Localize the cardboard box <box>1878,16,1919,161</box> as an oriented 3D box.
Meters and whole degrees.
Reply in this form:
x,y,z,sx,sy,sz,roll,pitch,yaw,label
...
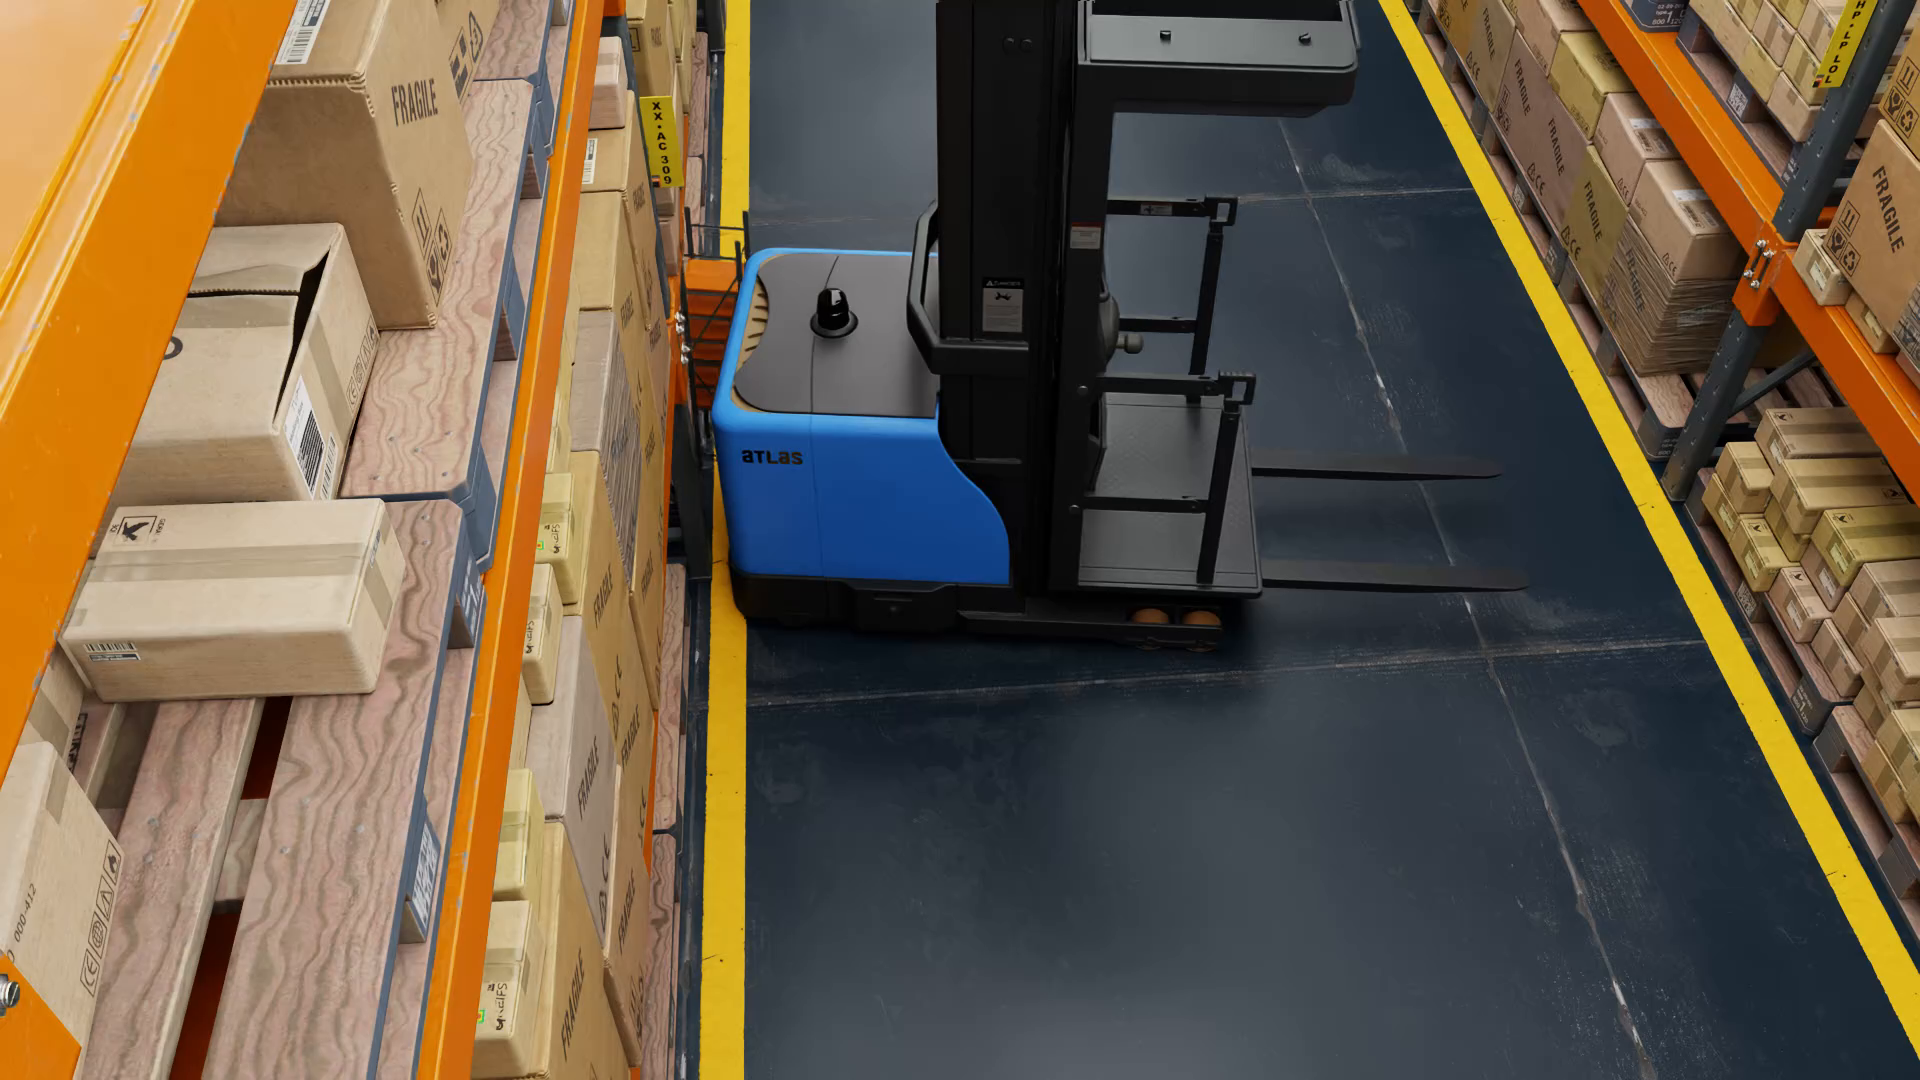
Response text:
x,y,z,sx,sy,sz,roll,pitch,yaw,label
3.233,-1.399,5.047,0.500,0.500,0.500,-2,47,-2,cardboard box

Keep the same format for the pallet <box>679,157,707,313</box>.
x,y,z,sx,sy,sz,roll,pitch,yaw,label
-1.732,-1.365,7.898,1.003,0.211,1.213,-3,47,-3,pallet

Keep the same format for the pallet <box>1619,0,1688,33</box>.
x,y,z,sx,sy,sz,roll,pitch,yaw,label
3.309,-2.658,7.334,1.003,0.211,1.213,-3,47,-3,pallet

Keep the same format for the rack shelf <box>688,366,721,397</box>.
x,y,z,sx,sy,sz,roll,pitch,yaw,label
-0.955,-0.655,6.732,0.258,0.103,0.180,5,47,1,rack shelf

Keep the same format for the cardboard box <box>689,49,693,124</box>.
x,y,z,sx,sy,sz,roll,pitch,yaw,label
-1.846,-2.689,8.405,0.875,0.875,0.875,-4,47,-4,cardboard box

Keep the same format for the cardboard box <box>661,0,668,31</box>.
x,y,z,sx,sy,sz,roll,pitch,yaw,label
-1.307,-1.966,5.789,0.500,0.500,0.500,-4,47,-4,cardboard box

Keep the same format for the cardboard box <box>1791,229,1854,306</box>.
x,y,z,sx,sy,sz,roll,pitch,yaw,label
3.135,-0.949,5.756,0.380,0.149,0.250,-2,47,-2,cardboard box

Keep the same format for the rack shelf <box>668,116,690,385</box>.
x,y,z,sx,sy,sz,roll,pitch,yaw,label
-1.654,-2.086,7.155,1.077,0.370,4.000,-3,47,-3,rack shelf

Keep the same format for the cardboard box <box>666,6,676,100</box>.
x,y,z,sx,sy,sz,roll,pitch,yaw,label
-1.314,-1.717,6.069,0.500,0.250,0.500,-3,47,-3,cardboard box

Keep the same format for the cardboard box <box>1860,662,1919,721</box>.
x,y,z,sx,sy,sz,roll,pitch,yaw,label
3.335,0.503,5.677,0.380,0.149,0.250,-2,47,-1,cardboard box

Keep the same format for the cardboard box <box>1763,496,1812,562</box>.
x,y,z,sx,sy,sz,roll,pitch,yaw,label
3.260,-0.067,6.217,0.380,0.149,0.250,-3,47,-3,cardboard box

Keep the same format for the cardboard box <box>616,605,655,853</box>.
x,y,z,sx,sy,sz,roll,pitch,yaw,label
-1.059,0.514,4.128,0.500,0.500,0.500,-2,47,-2,cardboard box

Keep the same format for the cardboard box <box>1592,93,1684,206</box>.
x,y,z,sx,sy,sz,roll,pitch,yaw,label
3.094,-1.699,7.209,0.500,0.250,0.500,-1,47,-1,cardboard box

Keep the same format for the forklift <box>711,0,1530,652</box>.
x,y,z,sx,sy,sz,roll,pitch,yaw,label
0.661,-0.981,5.661,3.031,2.935,1.130,2,47,2,forklift

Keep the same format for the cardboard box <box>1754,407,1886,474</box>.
x,y,z,sx,sy,sz,roll,pitch,yaw,label
3.260,-0.367,6.296,0.380,0.149,0.250,-2,47,-2,cardboard box

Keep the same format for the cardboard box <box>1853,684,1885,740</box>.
x,y,z,sx,sy,sz,roll,pitch,yaw,label
3.371,0.601,5.789,0.380,0.149,0.250,-5,47,-5,cardboard box

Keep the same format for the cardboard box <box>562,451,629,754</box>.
x,y,z,sx,sy,sz,roll,pitch,yaw,label
-1.052,0.159,3.776,0.500,0.500,0.500,-3,47,-3,cardboard box

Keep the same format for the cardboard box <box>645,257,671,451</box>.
x,y,z,sx,sy,sz,roll,pitch,yaw,label
-1.193,-0.600,5.184,0.500,0.500,0.500,-3,47,-3,cardboard box

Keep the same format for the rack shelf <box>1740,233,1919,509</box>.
x,y,z,sx,sy,sz,roll,pitch,yaw,label
3.605,0.434,4.768,1.077,0.370,4.000,-3,47,-3,rack shelf

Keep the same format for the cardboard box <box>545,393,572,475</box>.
x,y,z,sx,sy,sz,roll,pitch,yaw,label
-1.064,-0.178,3.648,0.380,0.149,0.250,-3,47,-3,cardboard box

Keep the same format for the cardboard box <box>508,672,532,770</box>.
x,y,z,sx,sy,sz,roll,pitch,yaw,label
-1.021,0.377,3.123,0.380,0.149,0.250,-3,47,-3,cardboard box

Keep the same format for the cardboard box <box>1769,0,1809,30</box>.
x,y,z,sx,sy,sz,roll,pitch,yaw,label
3.186,-1.995,6.048,0.380,0.149,0.250,-5,47,-4,cardboard box

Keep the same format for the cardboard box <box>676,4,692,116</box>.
x,y,z,sx,sy,sz,roll,pitch,yaw,label
-1.332,-1.915,6.601,0.500,0.250,0.500,-4,47,-4,cardboard box

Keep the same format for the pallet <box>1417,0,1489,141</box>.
x,y,z,sx,sy,sz,roll,pitch,yaw,label
3.167,-2.630,9.095,1.003,0.211,1.213,-3,47,-3,pallet

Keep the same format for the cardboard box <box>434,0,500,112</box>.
x,y,z,sx,sy,sz,roll,pitch,yaw,label
-1.342,-1.158,3.285,0.797,0.503,0.637,0,47,0,cardboard box

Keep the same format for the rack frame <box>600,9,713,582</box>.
x,y,z,sx,sy,sz,roll,pitch,yaw,label
-1.487,-0.886,5.523,1.000,3.000,0.127,-3,47,-3,rack frame

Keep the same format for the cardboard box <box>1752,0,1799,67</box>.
x,y,z,sx,sy,sz,roll,pitch,yaw,label
3.184,-1.887,6.150,0.380,0.149,0.250,-3,47,-3,cardboard box

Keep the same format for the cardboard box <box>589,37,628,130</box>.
x,y,z,sx,sy,sz,roll,pitch,yaw,label
-1.144,-1.284,4.696,0.380,0.149,0.250,-4,47,-4,cardboard box

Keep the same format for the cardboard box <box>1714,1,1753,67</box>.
x,y,z,sx,sy,sz,roll,pitch,yaw,label
3.166,-1.962,6.426,0.380,0.149,0.250,-4,47,-3,cardboard box

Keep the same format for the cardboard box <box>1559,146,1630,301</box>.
x,y,z,sx,sy,sz,roll,pitch,yaw,label
3.082,-1.436,7.477,0.500,0.500,0.500,-4,47,-4,cardboard box

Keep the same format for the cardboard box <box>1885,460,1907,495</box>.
x,y,z,sx,sy,sz,roll,pitch,yaw,label
3.781,-0.318,6.454,0.380,0.149,0.250,-3,47,-2,cardboard box

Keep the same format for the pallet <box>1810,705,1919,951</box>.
x,y,z,sx,sy,sz,roll,pitch,yaw,label
3.634,1.067,5.594,1.003,0.211,1.213,-3,47,-3,pallet

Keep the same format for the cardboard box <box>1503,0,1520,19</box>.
x,y,z,sx,sy,sz,roll,pitch,yaw,label
2.962,-2.816,8.267,0.500,0.250,0.500,-4,47,-4,cardboard box

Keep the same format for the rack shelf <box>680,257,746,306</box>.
x,y,z,sx,sy,sz,roll,pitch,yaw,label
-0.933,-0.980,6.380,0.258,0.103,0.180,5,47,1,rack shelf

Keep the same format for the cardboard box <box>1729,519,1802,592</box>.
x,y,z,sx,sy,sz,roll,pitch,yaw,label
3.170,0.051,6.310,0.380,0.149,0.250,-2,47,-2,cardboard box

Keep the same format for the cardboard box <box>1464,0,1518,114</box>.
x,y,z,sx,sy,sz,roll,pitch,yaw,label
2.953,-2.548,8.530,0.500,0.500,0.500,-3,47,-3,cardboard box

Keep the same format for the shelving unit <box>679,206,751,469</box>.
x,y,z,sx,sy,sz,roll,pitch,yaw,label
-0.947,-0.766,6.612,0.258,1.200,0.189,5,47,1,shelving unit

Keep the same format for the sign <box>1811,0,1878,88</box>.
x,y,z,sx,sy,sz,roll,pitch,yaw,label
2.885,-1.622,5.422,0.100,0.325,0.005,-3,47,-3,sign

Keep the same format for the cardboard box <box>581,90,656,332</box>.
x,y,z,sx,sy,sz,roll,pitch,yaw,label
-1.172,-0.940,4.816,0.500,0.500,0.500,-4,47,-4,cardboard box

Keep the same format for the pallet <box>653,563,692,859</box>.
x,y,z,sx,sy,sz,roll,pitch,yaw,label
-1.501,0.628,6.010,1.003,0.211,1.213,-3,47,-3,pallet

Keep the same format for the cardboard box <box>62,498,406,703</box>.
x,y,z,sx,sy,sz,roll,pitch,yaw,label
-1.014,0.083,2.354,0.380,0.149,0.250,-2,47,-2,cardboard box

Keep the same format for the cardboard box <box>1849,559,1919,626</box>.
x,y,z,sx,sy,sz,roll,pitch,yaw,label
3.339,0.203,5.756,0.380,0.149,0.250,-5,47,-4,cardboard box
